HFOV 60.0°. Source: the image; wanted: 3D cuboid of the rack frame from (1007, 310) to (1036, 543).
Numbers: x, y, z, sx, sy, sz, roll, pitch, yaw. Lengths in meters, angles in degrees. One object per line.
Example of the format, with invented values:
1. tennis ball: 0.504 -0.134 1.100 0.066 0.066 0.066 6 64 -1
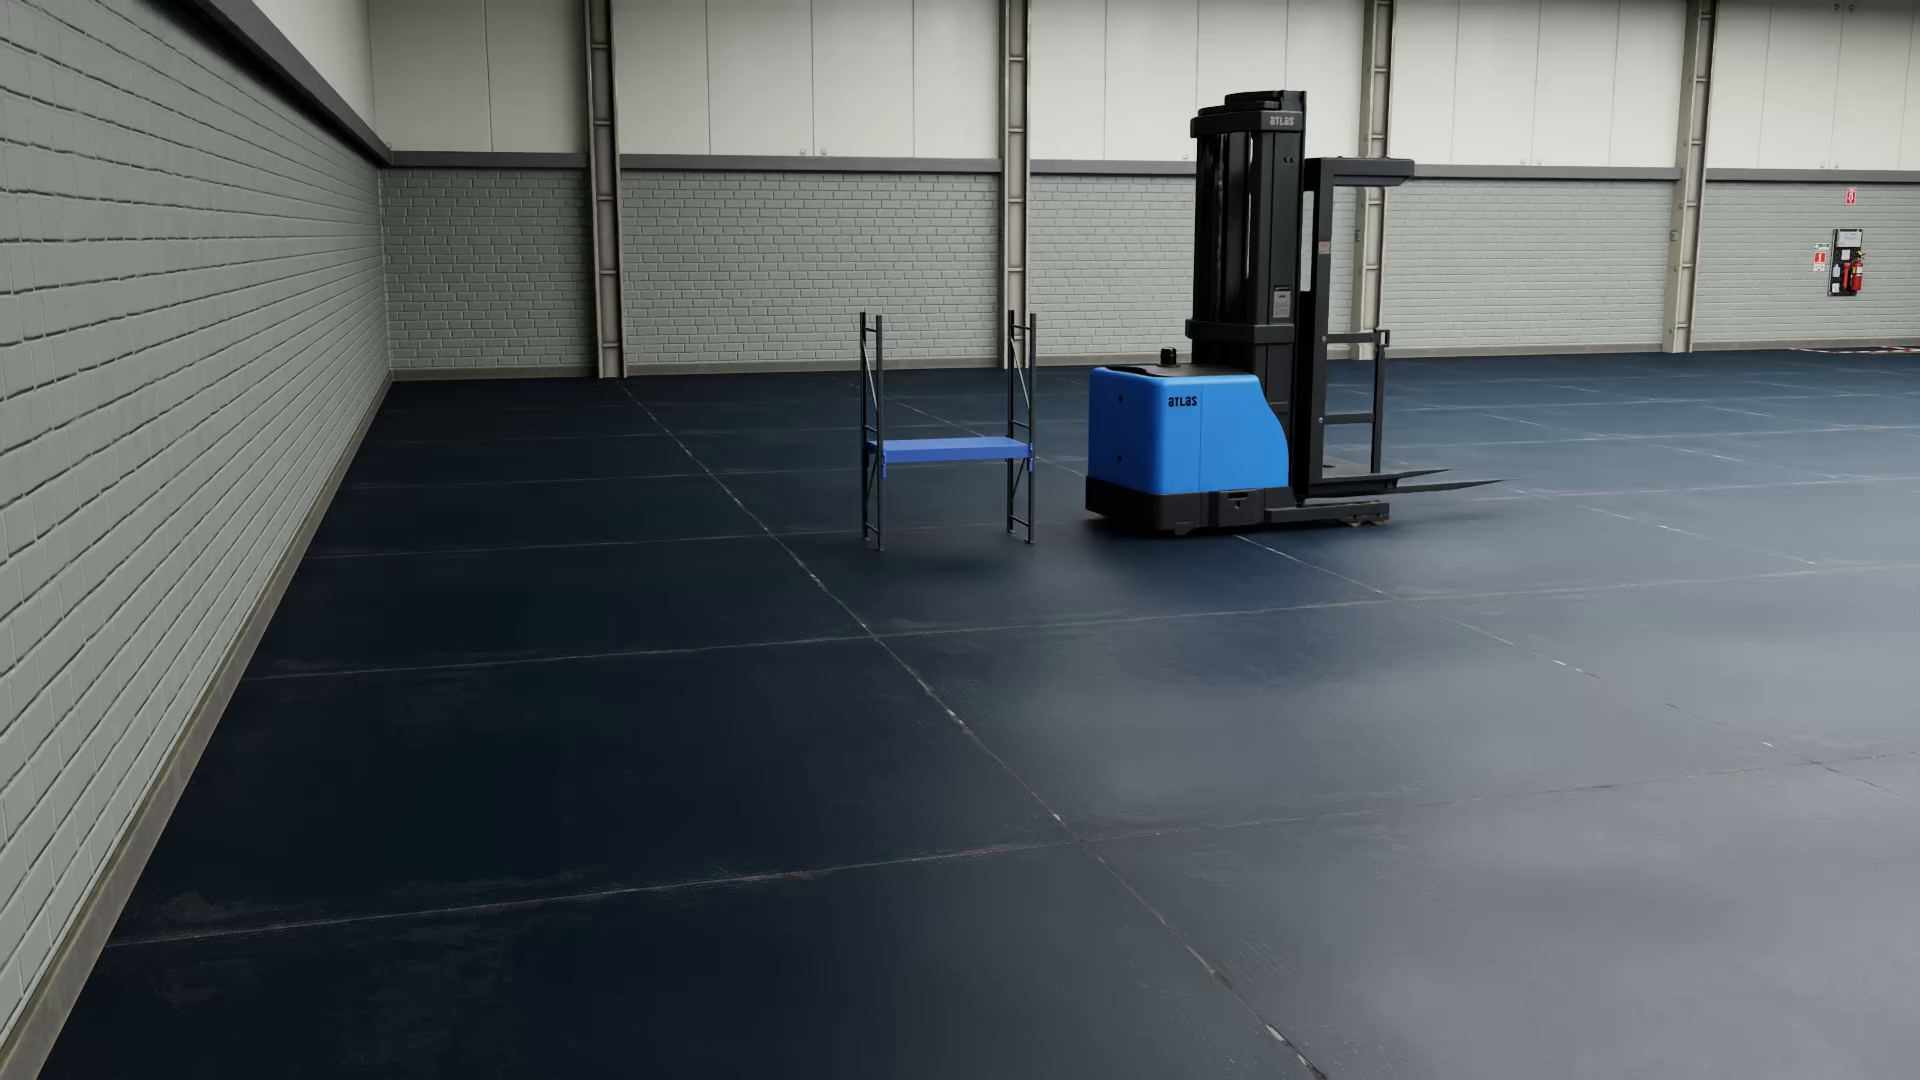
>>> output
1. rack frame: 0.406 -0.759 11.027 0.032 1.500 0.500 -3 11 -16

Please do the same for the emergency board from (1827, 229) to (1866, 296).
1. emergency board: 15.708 -4.897 29.360 0.643 1.169 0.194 -3 11 -16

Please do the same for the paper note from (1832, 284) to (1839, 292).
1. paper note: 15.519 -4.467 29.457 0.142 0.148 0.016 -3 11 -16

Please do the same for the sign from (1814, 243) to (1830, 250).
1. sign: 15.155 -5.164 29.248 0.331 0.109 0.001 -3 11 -16

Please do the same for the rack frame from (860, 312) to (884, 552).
1. rack frame: -0.570 -0.708 10.747 0.032 1.500 0.500 -3 11 -16

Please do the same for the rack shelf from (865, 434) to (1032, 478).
1. rack shelf: -0.082 -0.556 10.920 1.000 0.185 0.538 -3 11 -16

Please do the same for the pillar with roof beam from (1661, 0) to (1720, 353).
1. pillar with roof beam: 13.534 -6.914 23.746 0.400 9.000 9.100 -3 11 -16

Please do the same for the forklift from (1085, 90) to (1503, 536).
1. forklift: 2.463 -1.617 11.735 3.031 2.935 1.130 -4 11 -21

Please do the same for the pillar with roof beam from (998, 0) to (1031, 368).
1. pillar with roof beam: 2.012 -6.306 20.448 0.400 9.000 9.100 -3 11 -16

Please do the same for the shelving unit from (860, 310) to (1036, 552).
1. shelving unit: -0.082 -0.733 10.887 1.048 1.500 0.538 -3 11 -16

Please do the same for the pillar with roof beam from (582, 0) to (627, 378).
1. pillar with roof beam: -3.749 -6.003 18.798 0.400 9.000 9.100 -3 11 -16

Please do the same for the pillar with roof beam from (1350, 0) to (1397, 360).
1. pillar with roof beam: 7.773 -6.610 22.097 0.400 9.000 9.100 -3 11 -16

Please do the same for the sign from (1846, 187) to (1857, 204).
1. sign: 15.672 -6.054 29.242 0.199 0.298 0.001 -3 11 -16

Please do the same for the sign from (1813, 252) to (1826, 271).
1. sign: 15.148 -4.904 29.303 0.234 0.329 0.001 -3 11 -16
